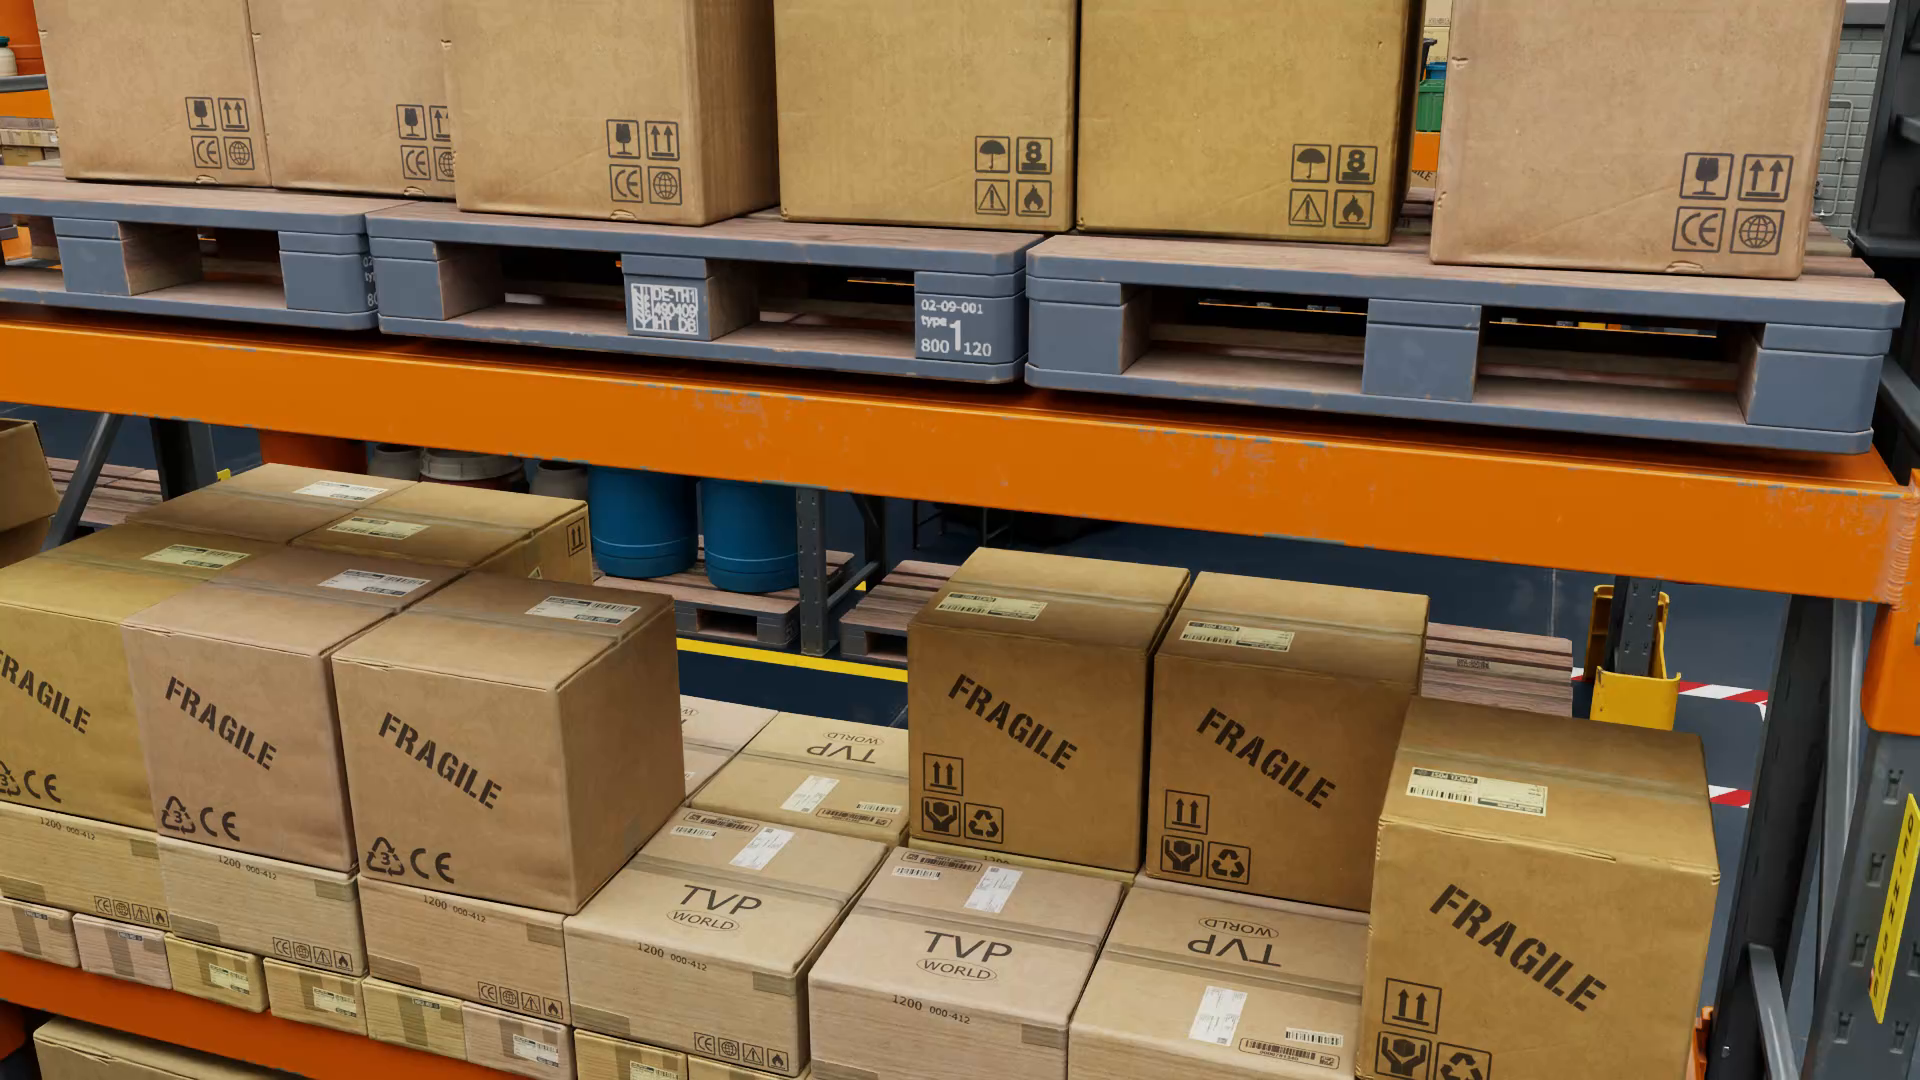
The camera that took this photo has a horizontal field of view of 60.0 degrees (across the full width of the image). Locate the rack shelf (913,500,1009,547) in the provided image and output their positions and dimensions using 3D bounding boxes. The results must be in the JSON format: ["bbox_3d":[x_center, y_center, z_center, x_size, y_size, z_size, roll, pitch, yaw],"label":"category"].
[{"bbox_3d":[0.020,-0.272,10.334,0.480,0.518,0.431,10,22,27],"label":"rack shelf"}]

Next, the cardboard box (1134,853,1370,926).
[{"bbox_3d":[0.673,0.760,3.613,0.500,0.250,0.500,6,20,17],"label":"cardboard box"}]

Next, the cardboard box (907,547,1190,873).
[{"bbox_3d":[0.203,0.352,3.645,0.500,0.500,0.500,6,20,17],"label":"cardboard box"}]

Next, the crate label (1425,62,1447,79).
[{"bbox_3d":[2.391,-2.066,7.616,0.502,0.251,0.408,7,20,18],"label":"crate label"}]

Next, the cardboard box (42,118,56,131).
[{"bbox_3d":[-8.393,-4.224,16.015,0.500,0.500,0.700,7,20,18],"label":"cardboard box"}]

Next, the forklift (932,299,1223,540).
[{"bbox_3d":[1.183,-1.793,11.267,1.130,2.935,3.031,17,25,40],"label":"forklift"}]

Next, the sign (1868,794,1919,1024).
[{"bbox_3d":[1.340,0.529,2.384,0.005,0.325,0.100,7,20,18],"label":"sign"}]

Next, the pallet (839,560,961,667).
[{"bbox_3d":[0.085,0.432,9.016,1.213,0.211,1.003,7,20,18],"label":"pallet"}]

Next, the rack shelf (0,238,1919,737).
[{"bbox_3d":[-0.358,-0.273,3.337,4.000,0.370,1.077,7,20,18],"label":"rack shelf"}]

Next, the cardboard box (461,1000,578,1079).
[{"bbox_3d":[-0.853,0.982,3.584,0.250,0.149,0.380,7,20,19],"label":"cardboard box"}]

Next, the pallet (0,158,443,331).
[{"bbox_3d":[-1.478,-0.695,3.591,1.213,0.211,1.003,7,20,18],"label":"pallet"}]

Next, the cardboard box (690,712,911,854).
[{"bbox_3d":[-0.295,0.650,3.929,0.500,0.250,0.500,6,20,17],"label":"cardboard box"}]

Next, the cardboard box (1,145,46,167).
[{"bbox_3d":[-8.927,-3.670,16.396,0.500,0.500,0.700,7,20,18],"label":"cardboard box"}]

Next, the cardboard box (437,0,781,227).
[{"bbox_3d":[-0.535,-0.895,3.089,0.500,0.500,0.700,7,21,20],"label":"cardboard box"}]

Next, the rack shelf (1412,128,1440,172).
[{"bbox_3d":[1.267,-1.813,7.755,4.000,0.370,1.077,7,20,18],"label":"rack shelf"}]

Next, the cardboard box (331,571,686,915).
[{"bbox_3d":[-0.923,0.406,3.492,0.500,0.500,0.500,6,20,16],"label":"cardboard box"}]

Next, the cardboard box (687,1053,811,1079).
[{"bbox_3d":[-0.357,1.037,3.425,0.250,0.149,0.380,7,20,19],"label":"cardboard box"}]

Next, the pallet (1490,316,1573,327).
[{"bbox_3d":[5.627,-2.346,16.985,1.213,0.211,1.003,7,20,18],"label":"pallet"}]

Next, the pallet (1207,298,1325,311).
[{"bbox_3d":[3.322,-2.609,17.741,1.213,0.211,1.003,7,20,18],"label":"pallet"}]

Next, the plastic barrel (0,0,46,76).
[{"bbox_3d":[-5.723,-3.230,10.076,0.708,0.830,0.600,7,20,18],"label":"plastic barrel"}]

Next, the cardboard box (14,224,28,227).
[{"bbox_3d":[-9.422,-2.862,16.628,0.500,0.500,0.500,7,20,18],"label":"cardboard box"}]

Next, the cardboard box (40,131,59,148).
[{"bbox_3d":[-8.577,-3.866,15.972,0.250,0.149,0.380,7,20,19],"label":"cardboard box"}]

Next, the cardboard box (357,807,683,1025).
[{"bbox_3d":[-0.930,0.760,3.615,0.500,0.250,0.500,7,20,19],"label":"cardboard box"}]

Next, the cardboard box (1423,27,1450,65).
[{"bbox_3d":[3.268,-3.486,11.691,0.500,0.250,0.500,7,20,18],"label":"cardboard box"}]

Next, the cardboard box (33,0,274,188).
[{"bbox_3d":[-1.488,-1.055,3.548,0.500,0.500,0.700,5,20,15],"label":"cardboard box"}]

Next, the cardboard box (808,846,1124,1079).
[{"bbox_3d":[0.026,0.871,3.297,0.500,0.250,0.500,6,20,16],"label":"cardboard box"}]

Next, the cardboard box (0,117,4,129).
[{"bbox_3d":[-9.343,-4.333,16.326,0.500,0.500,0.700,6,20,17],"label":"cardboard box"}]

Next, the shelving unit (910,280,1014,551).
[{"bbox_3d":[0.020,-0.946,10.099,0.503,2.100,0.431,10,22,27],"label":"shelving unit"}]

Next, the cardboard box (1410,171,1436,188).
[{"bbox_3d":[3.306,-2.651,11.952,0.500,0.500,0.500,7,20,20],"label":"cardboard box"}]

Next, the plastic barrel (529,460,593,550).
[{"bbox_3d":[-2.303,-0.205,9.749,0.421,0.512,0.421,0,19,0],"label":"plastic barrel"}]

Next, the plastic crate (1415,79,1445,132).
[{"bbox_3d":[2.131,-1.854,7.103,0.336,0.188,0.450,7,20,18],"label":"plastic crate"}]

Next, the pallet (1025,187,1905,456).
[{"bbox_3d":[0.827,-0.431,2.834,1.213,0.211,1.003,7,20,18],"label":"pallet"}]

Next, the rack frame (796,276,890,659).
[{"bbox_3d":[-0.622,-0.952,8.750,0.127,3.000,1.000,7,20,18],"label":"rack frame"}]

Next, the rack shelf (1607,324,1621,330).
[{"bbox_3d":[2.896,-1.936,12.666,4.000,0.370,1.077,7,20,18],"label":"rack shelf"}]

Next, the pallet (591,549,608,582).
[{"bbox_3d":[-2.493,0.137,9.862,1.213,0.211,1.003,7,20,18],"label":"pallet"}]

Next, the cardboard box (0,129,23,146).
[{"bbox_3d":[-9.053,-3.921,16.131,0.250,0.149,0.380,6,20,16],"label":"cardboard box"}]

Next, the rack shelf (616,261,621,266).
[{"bbox_3d":[-0.882,-2.368,13.906,4.000,0.370,1.077,7,20,18],"label":"rack shelf"}]

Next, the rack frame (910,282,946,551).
[{"bbox_3d":[-0.194,-0.985,10.211,0.015,2.100,0.400,10,22,27],"label":"rack frame"}]

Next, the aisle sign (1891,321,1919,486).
[{"bbox_3d":[1.698,-0.293,2.910,0.004,0.787,0.394,7,20,18],"label":"aisle sign"}]

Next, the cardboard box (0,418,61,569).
[{"bbox_3d":[-2.853,0.001,4.342,0.637,0.503,0.797,6,20,17],"label":"cardboard box"}]

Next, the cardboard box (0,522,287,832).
[{"bbox_3d":[-1.879,0.295,3.808,0.500,0.500,0.500,7,20,18],"label":"cardboard box"}]

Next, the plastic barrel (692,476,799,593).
[{"bbox_3d":[-1.130,-0.224,9.211,0.708,0.901,0.600,7,20,18],"label":"plastic barrel"}]

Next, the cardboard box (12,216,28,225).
[{"bbox_3d":[-9.724,-3.077,17.245,0.500,0.500,0.500,7,20,18],"label":"cardboard box"}]

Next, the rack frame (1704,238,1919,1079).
[{"bbox_3d":[1.531,1.020,3.093,0.127,3.000,1.000,7,20,18],"label":"rack frame"}]

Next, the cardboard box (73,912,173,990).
[{"bbox_3d":[-1.829,0.870,3.904,0.250,0.149,0.380,6,20,16],"label":"cardboard box"}]

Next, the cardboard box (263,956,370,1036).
[{"bbox_3d":[-1.331,0.926,3.743,0.250,0.149,0.380,6,20,17],"label":"cardboard box"}]

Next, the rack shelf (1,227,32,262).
[{"bbox_3d":[-4.137,-0.705,4.577,4.000,0.370,1.077,7,20,18],"label":"rack shelf"}]

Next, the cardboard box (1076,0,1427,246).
[{"bbox_3d":[0.530,-0.827,2.892,0.500,0.500,0.700,6,20,16],"label":"cardboard box"}]

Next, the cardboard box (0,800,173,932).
[{"bbox_3d":[-1.889,0.650,3.929,0.500,0.250,0.500,6,20,17],"label":"cardboard box"}]

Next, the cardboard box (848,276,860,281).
[{"bbox_3d":[-0.788,-2.163,14.215,0.500,0.250,0.500,6,20,17],"label":"cardboard box"}]

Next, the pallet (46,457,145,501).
[{"bbox_3d":[-6.268,-0.296,11.103,1.213,0.211,1.003,7,20,18],"label":"pallet"}]

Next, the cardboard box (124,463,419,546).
[{"bbox_3d":[-1.725,0.131,4.281,0.500,0.500,0.500,7,20,20],"label":"cardboard box"}]

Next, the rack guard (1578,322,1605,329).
[{"bbox_3d":[6.430,-2.417,16.752,0.348,0.500,1.175,7,20,18],"label":"rack guard"}]

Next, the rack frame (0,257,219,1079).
[{"bbox_3d":[-2.247,0.588,4.333,0.127,3.000,1.000,7,20,18],"label":"rack frame"}]

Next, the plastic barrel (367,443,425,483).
[{"bbox_3d":[-3.370,-0.327,10.099,0.421,0.512,0.421,0,19,0],"label":"plastic barrel"}]
